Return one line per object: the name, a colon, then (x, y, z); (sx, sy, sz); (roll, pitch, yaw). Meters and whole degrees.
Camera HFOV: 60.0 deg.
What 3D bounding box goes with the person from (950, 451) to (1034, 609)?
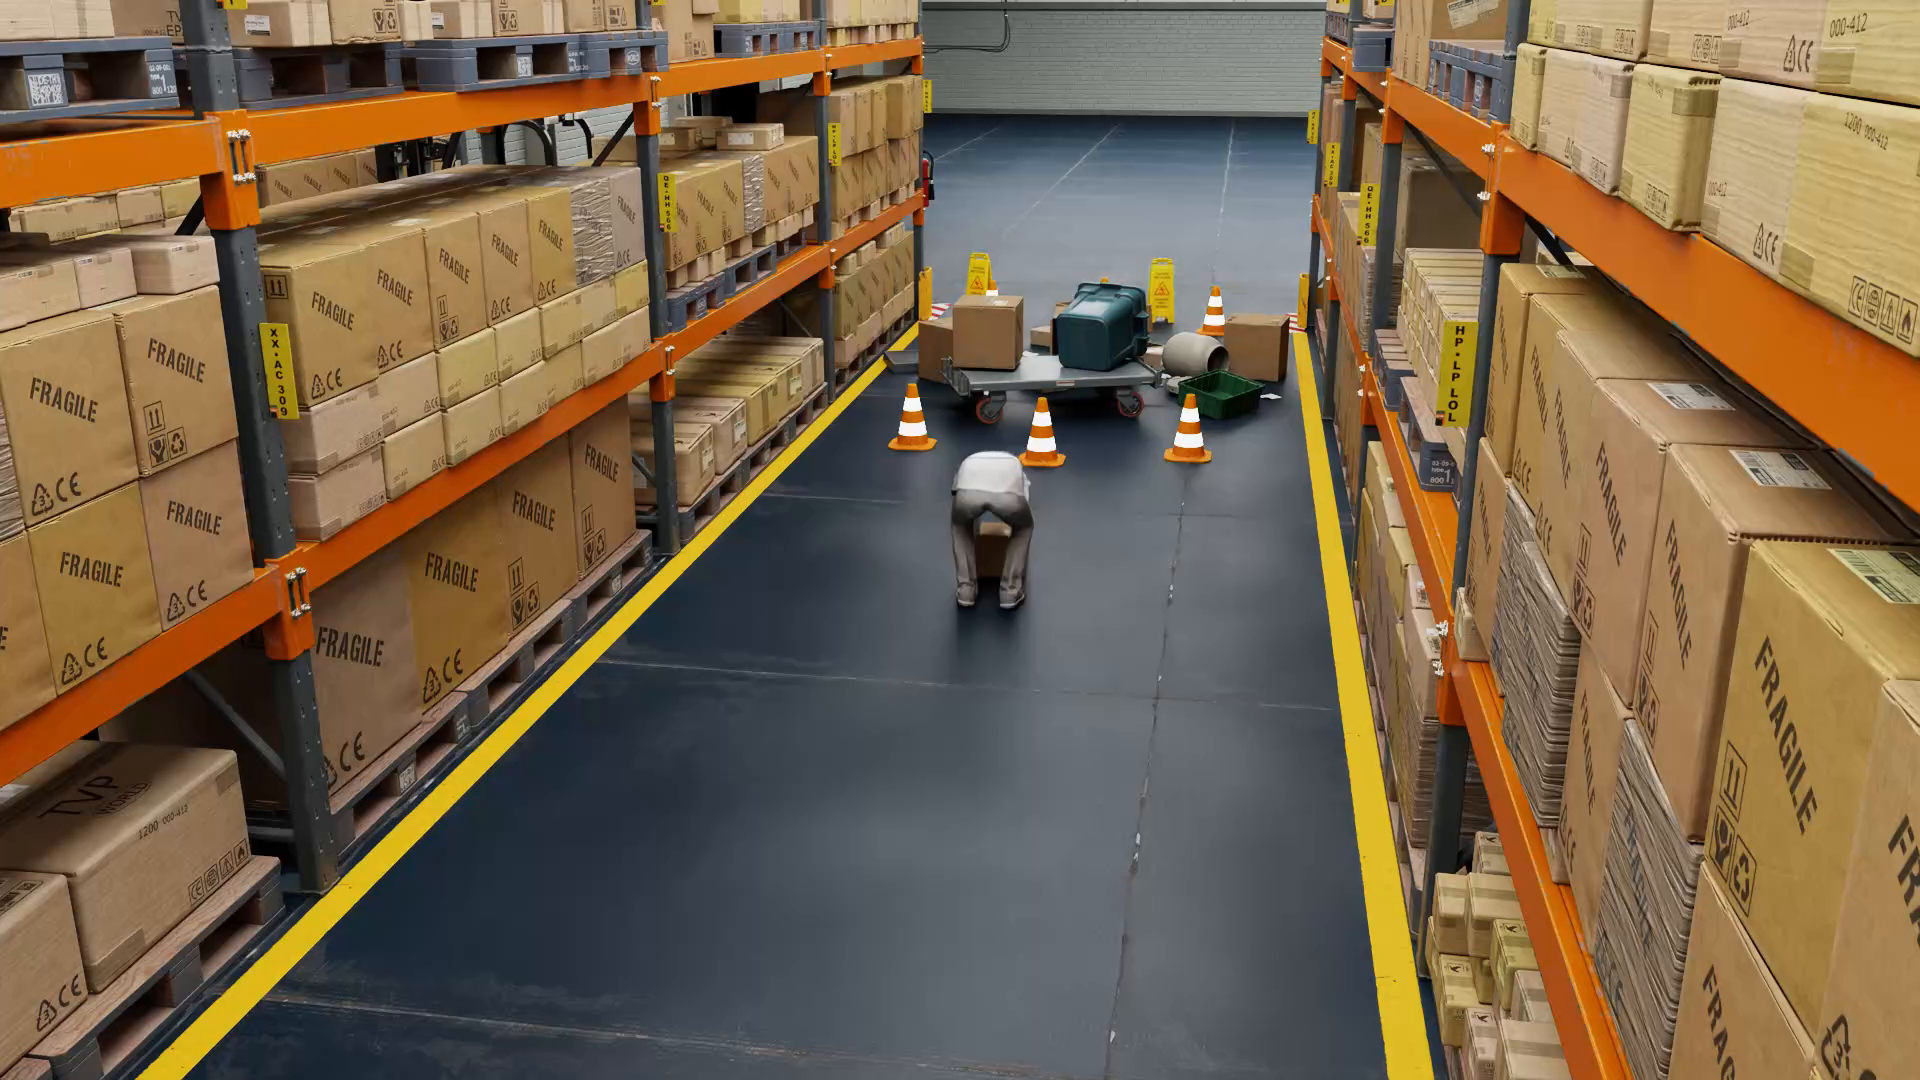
person: (0.179, -0.113, 9.200); (0.465, 0.861, 0.883); (2, 18, 6)
